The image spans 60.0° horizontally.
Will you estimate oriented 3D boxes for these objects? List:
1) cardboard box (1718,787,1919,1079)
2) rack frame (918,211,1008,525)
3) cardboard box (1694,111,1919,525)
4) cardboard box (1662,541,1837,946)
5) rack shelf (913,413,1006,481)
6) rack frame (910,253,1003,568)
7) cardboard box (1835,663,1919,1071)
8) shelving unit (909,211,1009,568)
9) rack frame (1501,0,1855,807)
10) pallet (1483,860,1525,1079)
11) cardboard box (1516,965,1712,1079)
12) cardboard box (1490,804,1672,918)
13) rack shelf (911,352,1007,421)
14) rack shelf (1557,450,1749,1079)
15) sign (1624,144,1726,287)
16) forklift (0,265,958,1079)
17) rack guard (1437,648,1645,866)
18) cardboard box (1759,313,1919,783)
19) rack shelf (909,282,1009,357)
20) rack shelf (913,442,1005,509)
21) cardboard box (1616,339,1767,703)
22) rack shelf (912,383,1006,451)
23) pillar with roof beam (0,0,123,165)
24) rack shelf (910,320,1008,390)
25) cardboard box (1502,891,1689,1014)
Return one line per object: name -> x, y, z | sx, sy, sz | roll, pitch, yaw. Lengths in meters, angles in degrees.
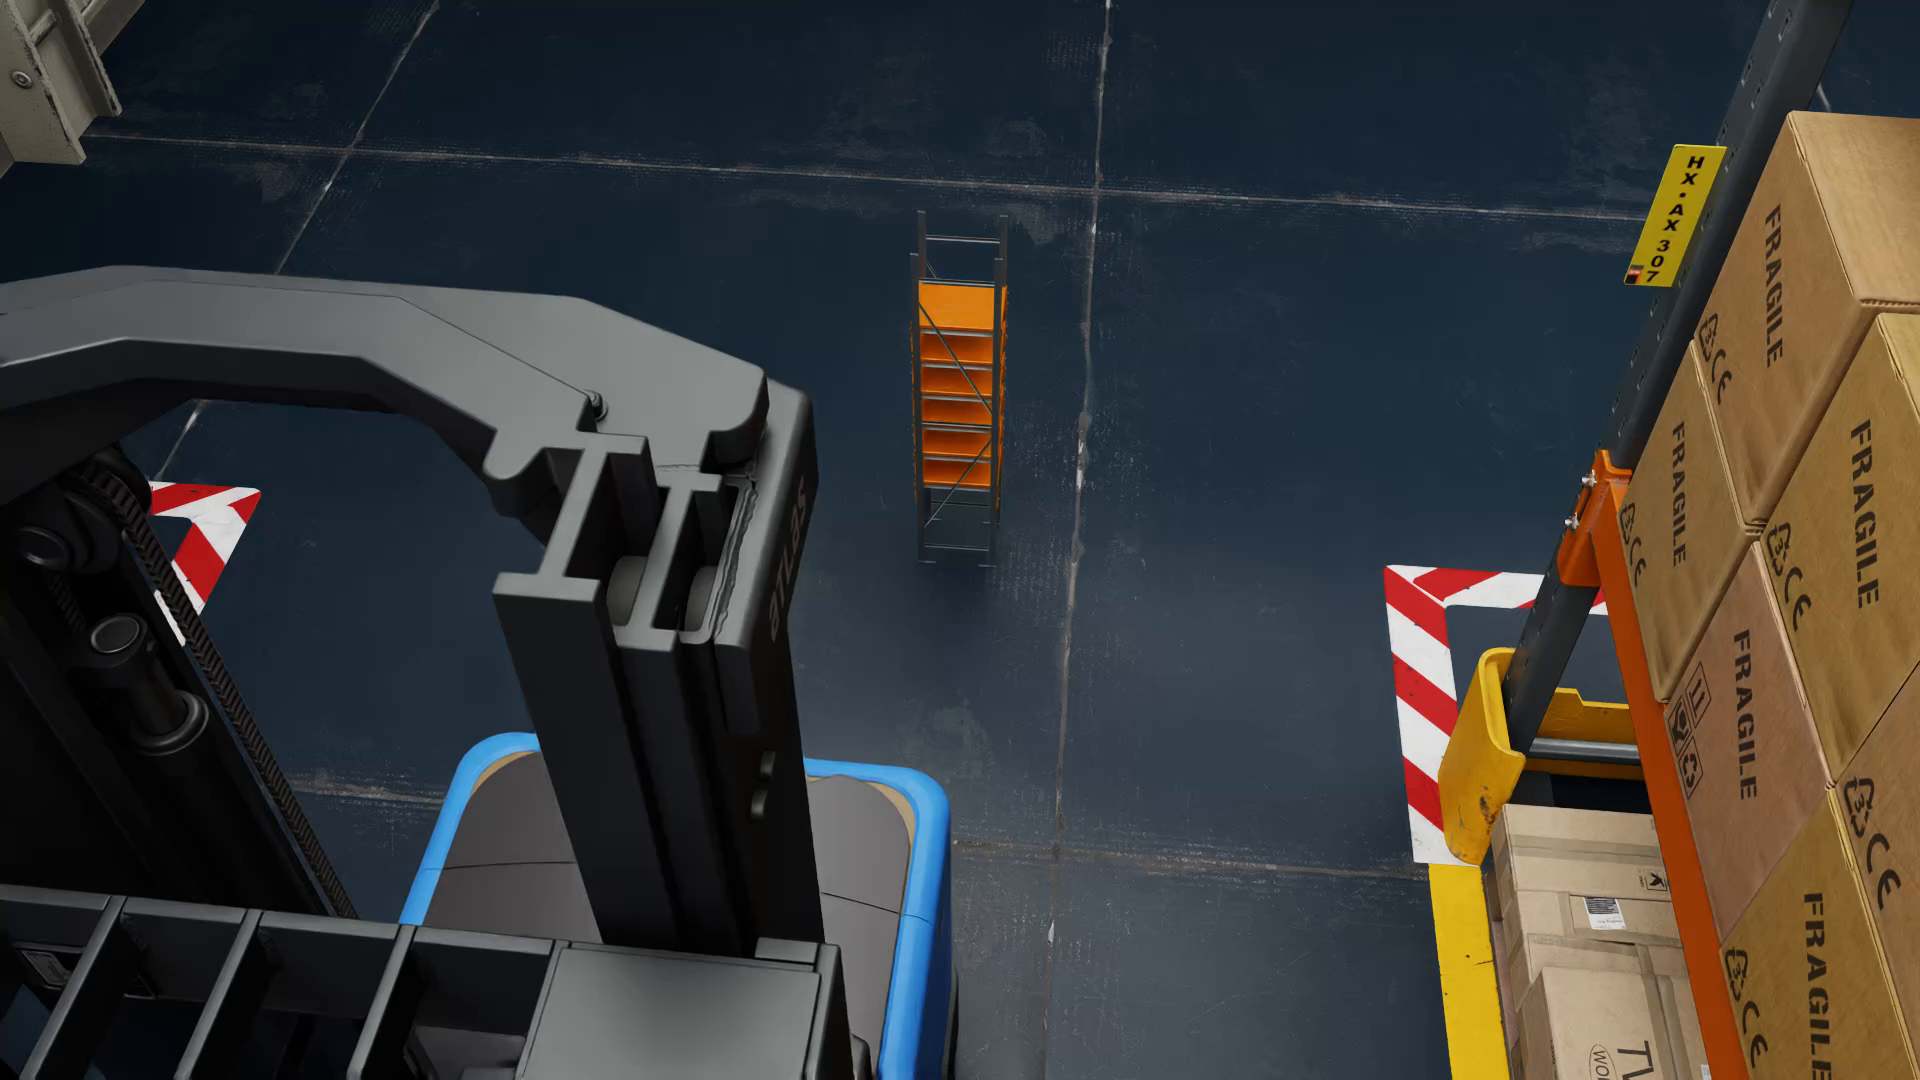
cardboard box -> 1.521, 0.733, 2.479 | 0.500, 0.500, 0.500 | 4, 48, 3
rack frame -> 0.007, -0.462, 4.859 | 0.240, 1.200, 0.006 | 4, 48, 4
cardboard box -> 1.611, -0.353, 2.794 | 0.500, 0.500, 0.500 | 5, 48, 5
cardboard box -> 1.570, 0.364, 2.816 | 0.500, 0.500, 0.500 | 3, 48, 3
rack shelf -> -0.001, -0.283, 4.919 | 0.258, 0.103, 0.180 | 4, 48, 4
rack frame -> -0.010, -0.327, 4.736 | 0.240, 1.200, 0.006 | 4, 48, 4
cardboard box -> 1.521, 0.399, 2.107 | 0.500, 0.500, 0.500 | 4, 48, 4
shelving unit -> -0.001, -0.394, 4.798 | 0.258, 1.200, 0.189 | 4, 48, 4
rack frame -> 1.914, -0.290, 3.482 | 1.000, 3.000, 0.127 | 4, 48, 4
pallet -> 1.836, 1.293, 3.924 | 1.003, 0.211, 1.213 | 4, 48, 4
cardboard box -> 1.537, 1.238, 3.651 | 0.500, 0.250, 0.500 | 4, 48, 4
cardboard box -> 1.534, 0.808, 4.112 | 0.380, 0.149, 0.250 | 4, 48, 4
rack shelf -> -0.001, -0.445, 4.742 | 0.258, 0.103, 0.180 | 4, 48, 4
rack shelf -> 1.732, 1.423, 2.404 | 1.077, 0.370, 4.000 | 4, 48, 4
sign -> 1.374, -0.618, 3.196 | 0.100, 0.325, 0.005 | 4, 48, 4
forklift -> -0.681, 1.248, 2.122 | 1.130, 2.935, 3.031 | 5, 48, 4
rack guard -> 1.907, 0.610, 4.354 | 1.175, 0.500, 0.348 | 4, 48, 4
cardboard box -> 1.571, 0.032, 2.443 | 0.500, 0.500, 0.500 | 4, 48, 4
rack shelf -> -0.001, -0.607, 4.565 | 0.258, 0.103, 0.180 | 4, 48, 4
rack shelf -> -0.001, -0.202, 5.007 | 0.258, 0.103, 0.180 | 4, 48, 4
cardboard box -> 1.611, -0.015, 3.163 | 0.500, 0.500, 0.500 | 5, 48, 4
rack shelf -> -0.001, -0.364, 4.830 | 0.258, 0.103, 0.180 | 4, 48, 4
pillar with roof beam -> 0.653, -4.398, 3.174 | 9.100, 9.000, 0.400 | 4, 48, 4
rack shelf -> -0.001, -0.526, 4.653 | 0.258, 0.103, 0.180 | 4, 48, 4
cardboard box -> 1.511, 0.986, 3.937 | 0.380, 0.166, 0.250 | 4, 48, 4
